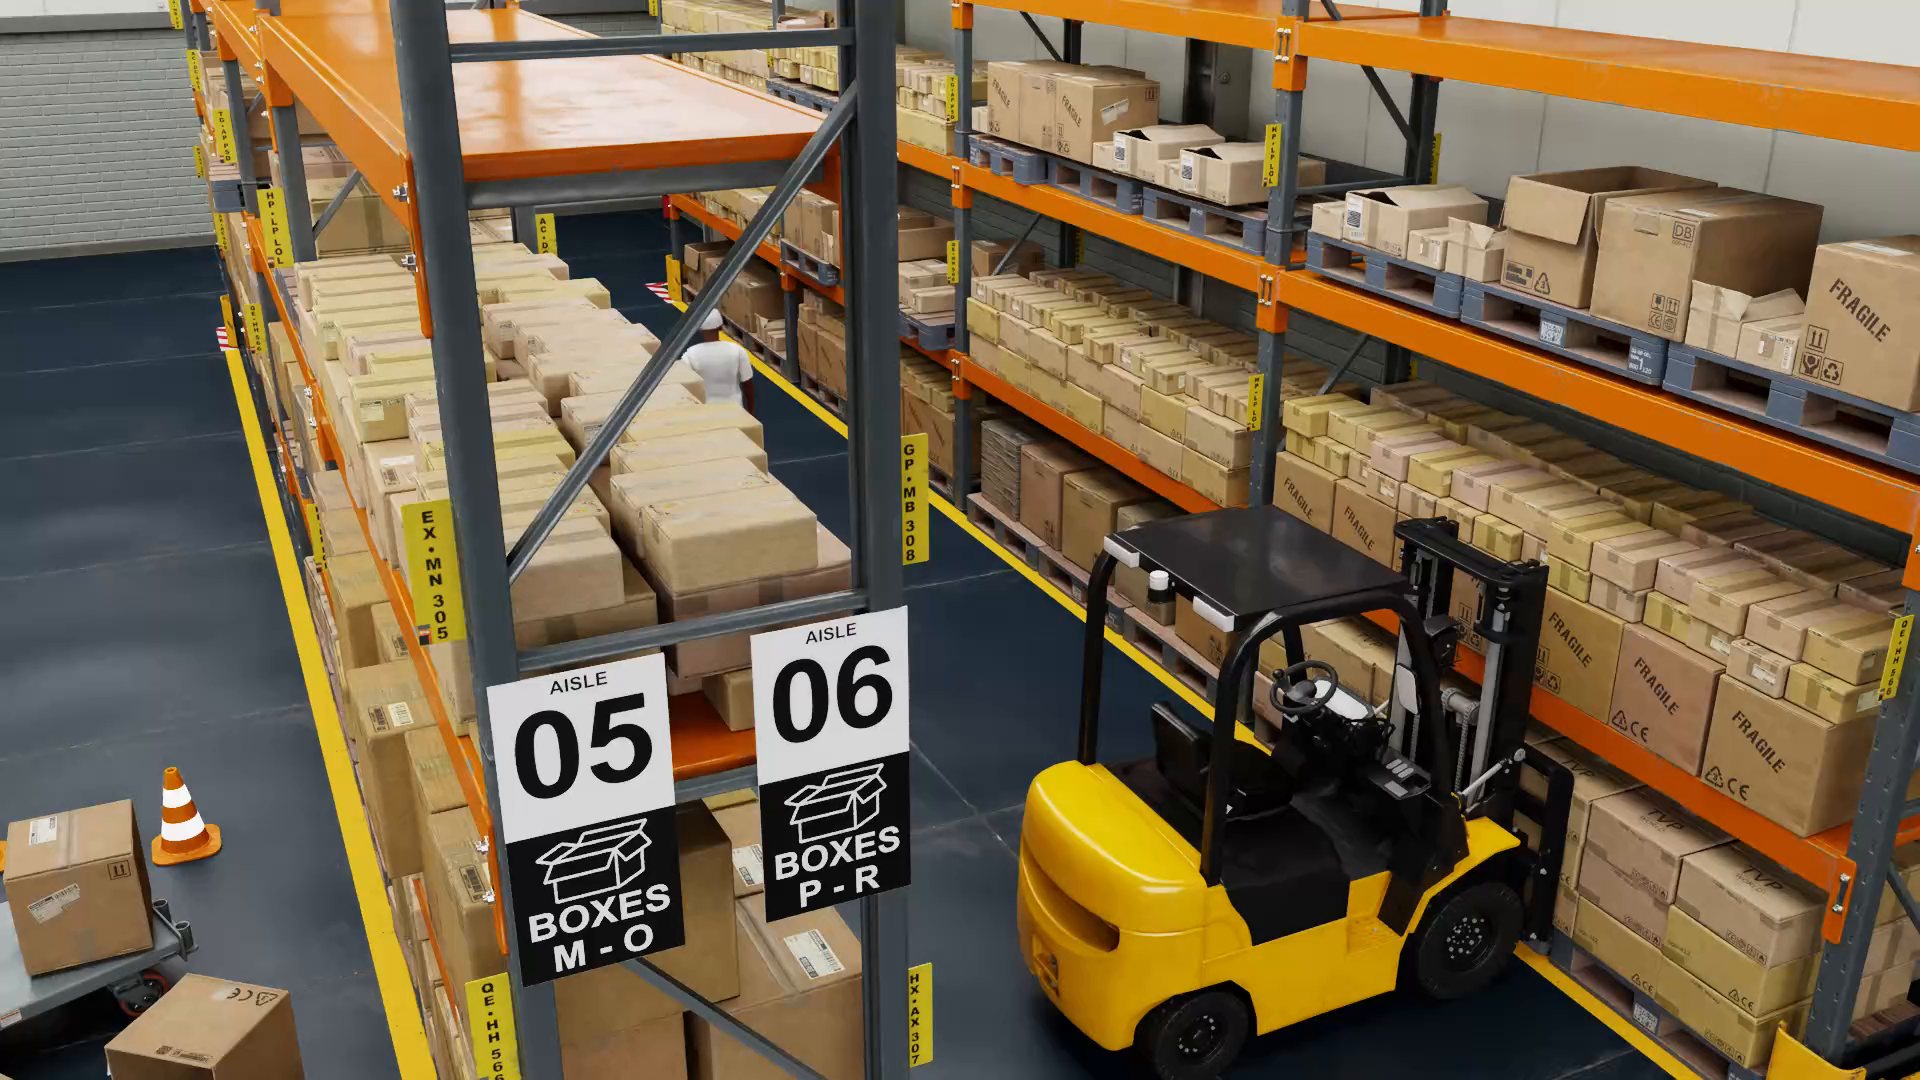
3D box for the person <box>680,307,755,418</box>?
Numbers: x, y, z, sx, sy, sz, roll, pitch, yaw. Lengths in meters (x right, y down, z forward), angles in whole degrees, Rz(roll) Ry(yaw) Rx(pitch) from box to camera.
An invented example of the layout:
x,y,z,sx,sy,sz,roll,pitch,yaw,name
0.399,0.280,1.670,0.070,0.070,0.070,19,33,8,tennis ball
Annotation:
x,y,z,sx,sy,sz,roll,pitch,yaw,name
-1.880,-0.977,12.958,0.579,1.741,0.872,-5,23,-12,person
